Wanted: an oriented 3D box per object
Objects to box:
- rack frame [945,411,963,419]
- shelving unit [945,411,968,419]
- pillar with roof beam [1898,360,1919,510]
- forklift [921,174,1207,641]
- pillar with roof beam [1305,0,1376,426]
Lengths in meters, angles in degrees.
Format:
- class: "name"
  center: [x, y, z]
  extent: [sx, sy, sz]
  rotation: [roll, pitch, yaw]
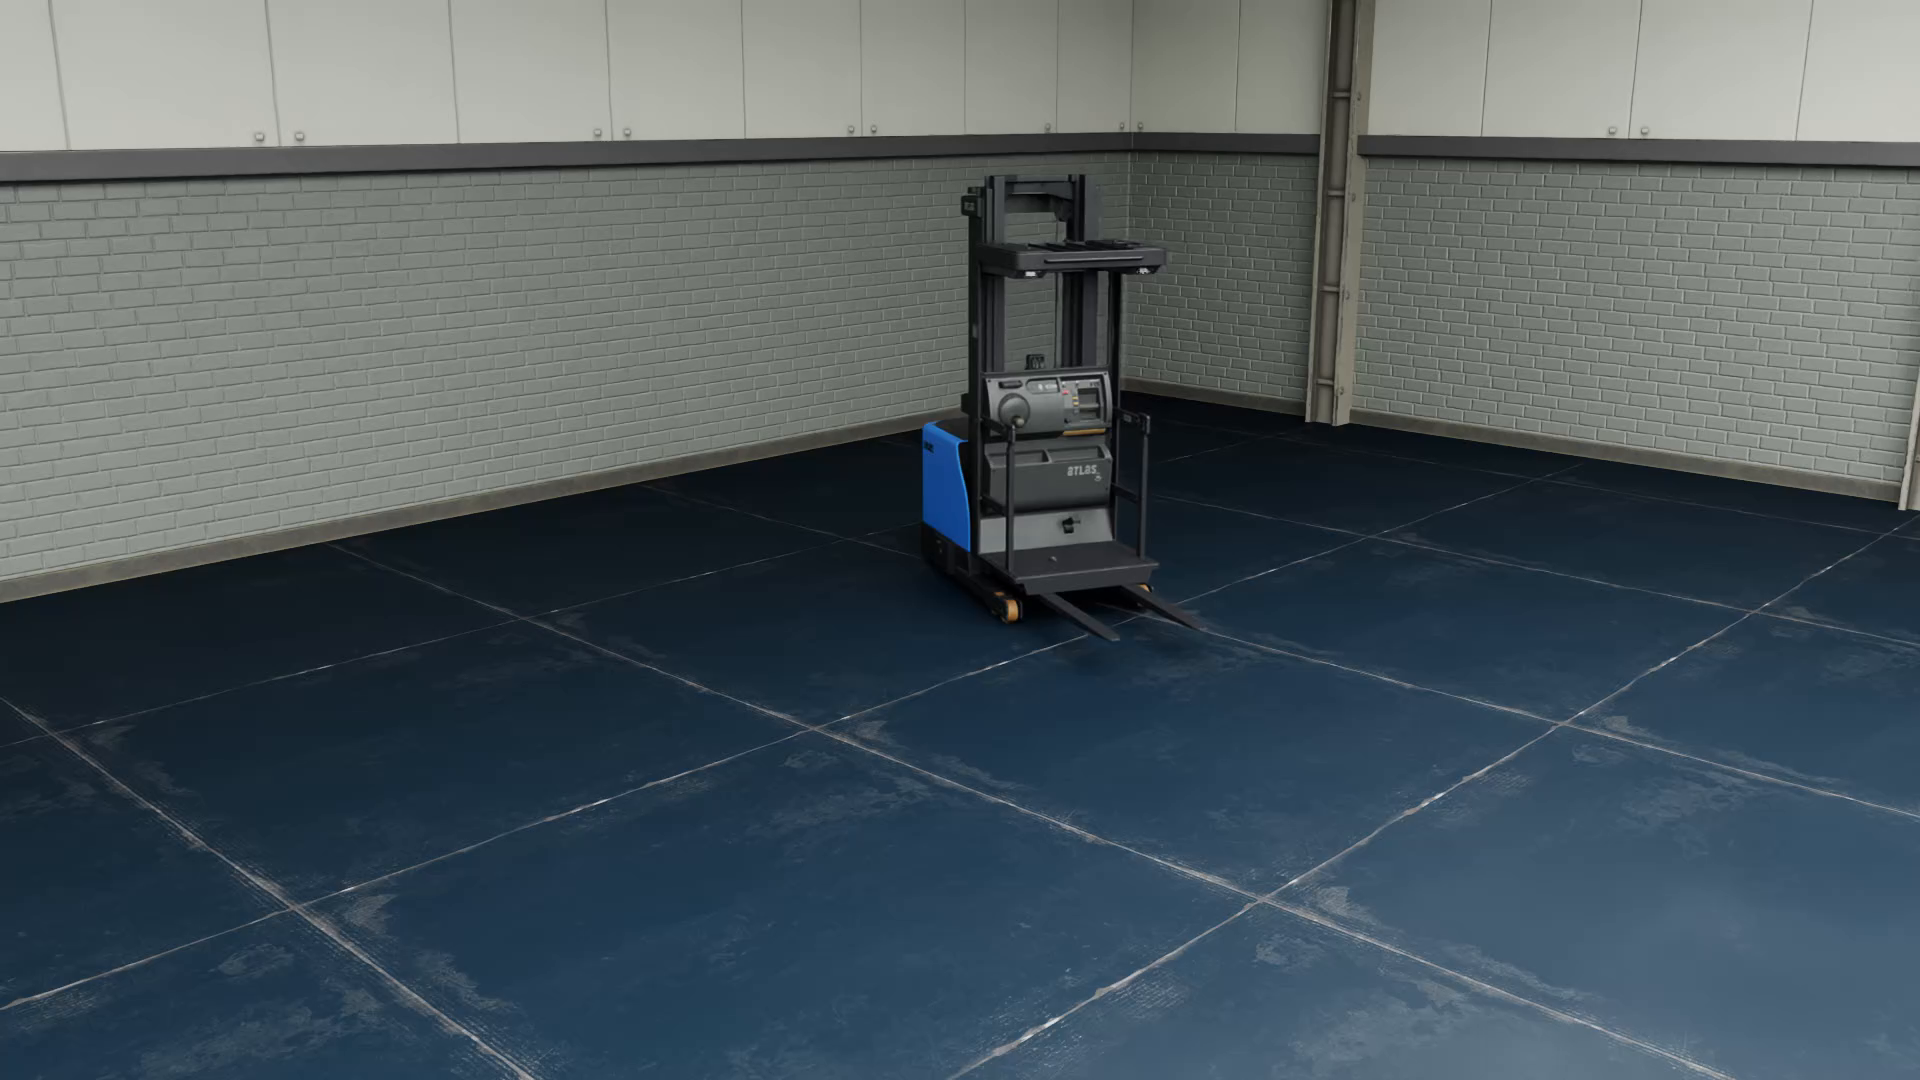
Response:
- class: "rack frame"
  center: [-0.049, -0.520, 13.346]
  extent: [0.008, 1.050, 0.200]
  rotation: [14, 20, 42]
- class: "shelving unit"
  center: [0.038, -0.499, 13.264]
  extent: [0.252, 1.050, 0.215]
  rotation: [14, 20, 42]
- class: "pillar with roof beam"
  center: [5.413, -3.833, 10.297]
  extent: [0.400, 9.000, 9.100]
  rotation: [14, 20, 42]
- class: "forklift"
  center: [0.699, -0.974, 11.356]
  extent: [1.130, 2.935, 3.031]
  rotation: [-6, 16, -20]
- class: "pillar with roof beam"
  center: [1.094, -4.883, 14.327]
  extent: [0.400, 9.000, 9.100]
  rotation: [14, 20, 42]
